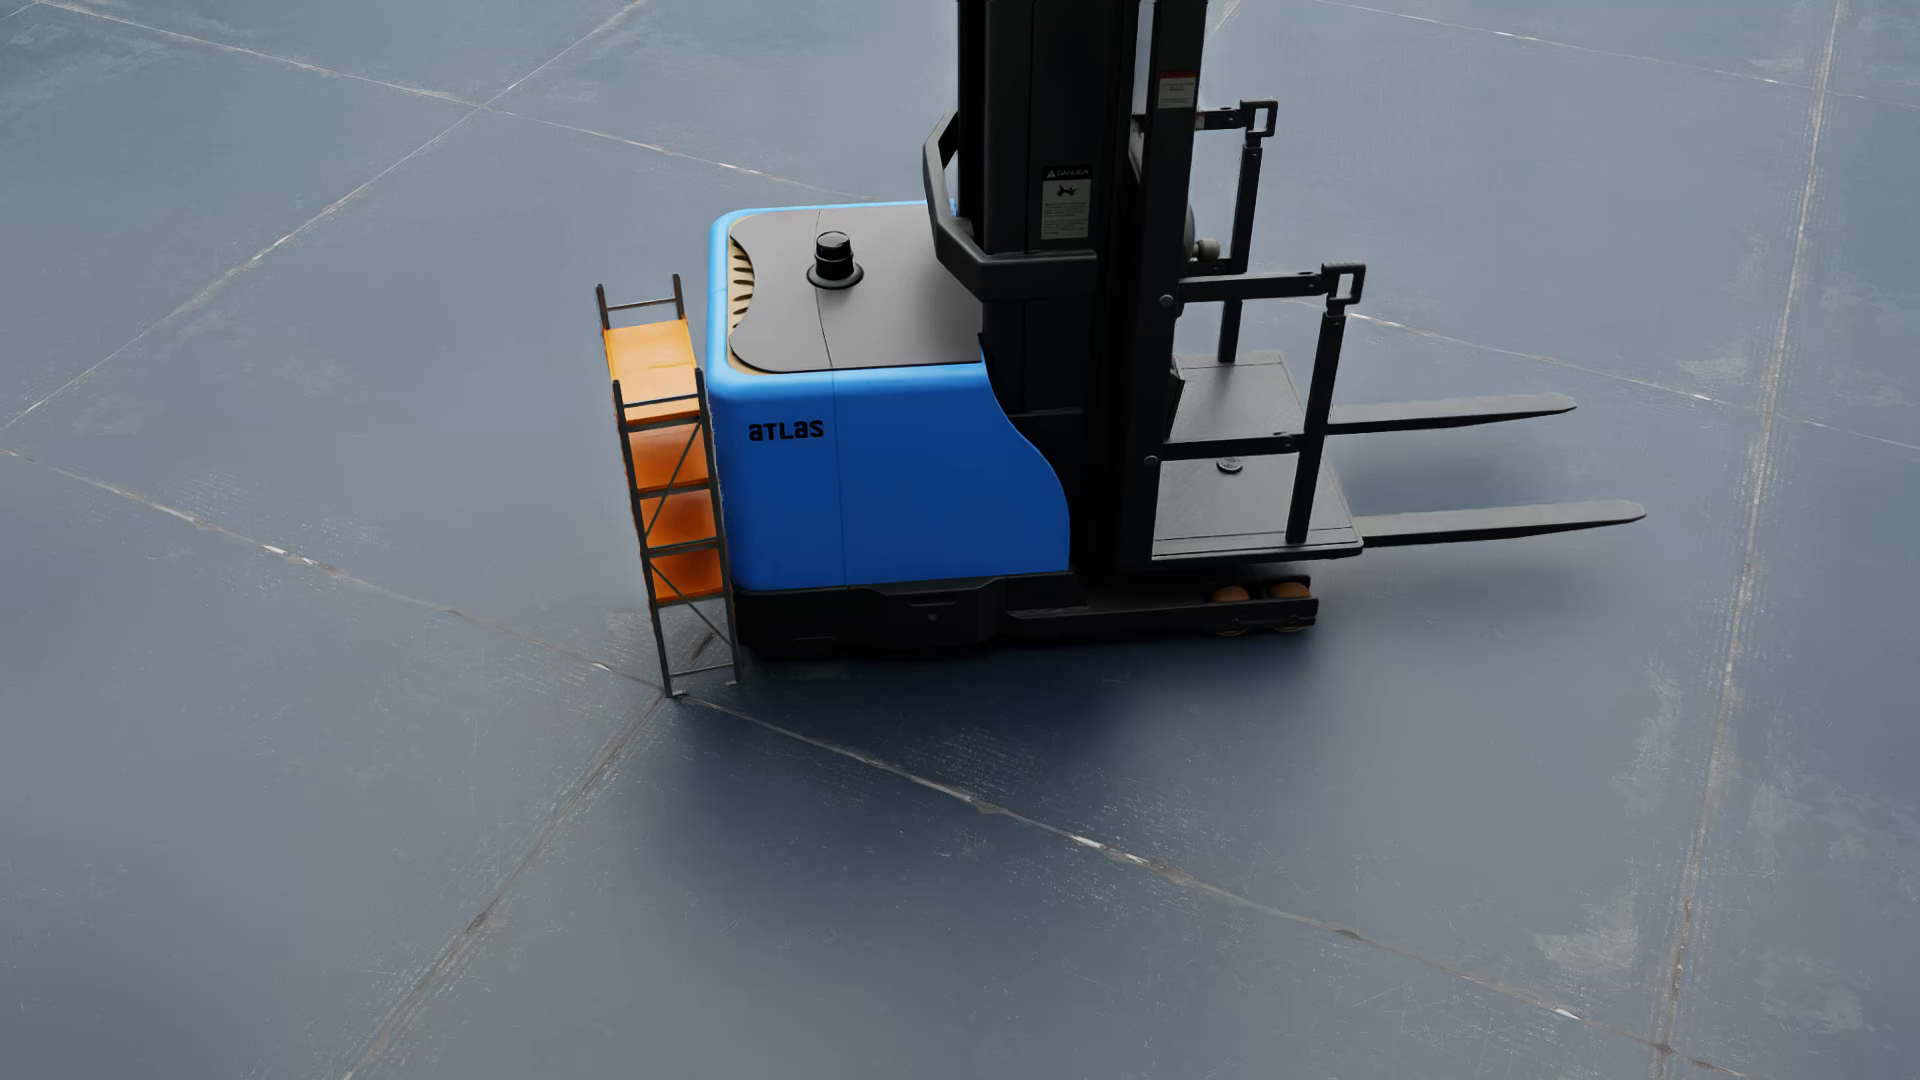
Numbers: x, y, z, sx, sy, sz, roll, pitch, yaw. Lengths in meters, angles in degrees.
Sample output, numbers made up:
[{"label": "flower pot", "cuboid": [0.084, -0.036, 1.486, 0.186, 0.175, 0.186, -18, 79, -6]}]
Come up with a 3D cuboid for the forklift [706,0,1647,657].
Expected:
[{"label": "forklift", "cuboid": [0.737, -1.139, 4.827, 3.031, 2.935, 1.130, -4, 41, -4]}]

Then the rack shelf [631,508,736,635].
[{"label": "rack shelf", "cuboid": [-0.863, 0.060, 5.169, 0.258, 0.148, 0.480, -10, 42, -11]}]

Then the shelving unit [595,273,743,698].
[{"label": "shelving unit", "cuboid": [-0.864, -0.140, 4.995, 0.258, 1.200, 0.503, -10, 42, -11]}]

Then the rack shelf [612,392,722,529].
[{"label": "rack shelf", "cuboid": [-0.864, -0.258, 4.892, 0.258, 0.148, 0.480, -10, 42, -11]}]

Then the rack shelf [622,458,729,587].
[{"label": "rack shelf", "cuboid": [-0.863, -0.089, 5.039, 0.258, 0.148, 0.480, -10, 42, -11]}]

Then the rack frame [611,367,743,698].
[{"label": "rack frame", "cuboid": [-0.803, 0.015, 4.816, 0.240, 1.200, 0.015, -10, 42, -11]}]

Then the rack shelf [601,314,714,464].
[{"label": "rack shelf", "cuboid": [-0.865, -0.437, 4.737, 0.258, 0.148, 0.480, -10, 42, -11]}]

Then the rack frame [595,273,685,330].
[{"label": "rack frame", "cuboid": [-0.924, -0.295, 5.173, 0.240, 1.200, 0.015, -10, 42, -11]}]
